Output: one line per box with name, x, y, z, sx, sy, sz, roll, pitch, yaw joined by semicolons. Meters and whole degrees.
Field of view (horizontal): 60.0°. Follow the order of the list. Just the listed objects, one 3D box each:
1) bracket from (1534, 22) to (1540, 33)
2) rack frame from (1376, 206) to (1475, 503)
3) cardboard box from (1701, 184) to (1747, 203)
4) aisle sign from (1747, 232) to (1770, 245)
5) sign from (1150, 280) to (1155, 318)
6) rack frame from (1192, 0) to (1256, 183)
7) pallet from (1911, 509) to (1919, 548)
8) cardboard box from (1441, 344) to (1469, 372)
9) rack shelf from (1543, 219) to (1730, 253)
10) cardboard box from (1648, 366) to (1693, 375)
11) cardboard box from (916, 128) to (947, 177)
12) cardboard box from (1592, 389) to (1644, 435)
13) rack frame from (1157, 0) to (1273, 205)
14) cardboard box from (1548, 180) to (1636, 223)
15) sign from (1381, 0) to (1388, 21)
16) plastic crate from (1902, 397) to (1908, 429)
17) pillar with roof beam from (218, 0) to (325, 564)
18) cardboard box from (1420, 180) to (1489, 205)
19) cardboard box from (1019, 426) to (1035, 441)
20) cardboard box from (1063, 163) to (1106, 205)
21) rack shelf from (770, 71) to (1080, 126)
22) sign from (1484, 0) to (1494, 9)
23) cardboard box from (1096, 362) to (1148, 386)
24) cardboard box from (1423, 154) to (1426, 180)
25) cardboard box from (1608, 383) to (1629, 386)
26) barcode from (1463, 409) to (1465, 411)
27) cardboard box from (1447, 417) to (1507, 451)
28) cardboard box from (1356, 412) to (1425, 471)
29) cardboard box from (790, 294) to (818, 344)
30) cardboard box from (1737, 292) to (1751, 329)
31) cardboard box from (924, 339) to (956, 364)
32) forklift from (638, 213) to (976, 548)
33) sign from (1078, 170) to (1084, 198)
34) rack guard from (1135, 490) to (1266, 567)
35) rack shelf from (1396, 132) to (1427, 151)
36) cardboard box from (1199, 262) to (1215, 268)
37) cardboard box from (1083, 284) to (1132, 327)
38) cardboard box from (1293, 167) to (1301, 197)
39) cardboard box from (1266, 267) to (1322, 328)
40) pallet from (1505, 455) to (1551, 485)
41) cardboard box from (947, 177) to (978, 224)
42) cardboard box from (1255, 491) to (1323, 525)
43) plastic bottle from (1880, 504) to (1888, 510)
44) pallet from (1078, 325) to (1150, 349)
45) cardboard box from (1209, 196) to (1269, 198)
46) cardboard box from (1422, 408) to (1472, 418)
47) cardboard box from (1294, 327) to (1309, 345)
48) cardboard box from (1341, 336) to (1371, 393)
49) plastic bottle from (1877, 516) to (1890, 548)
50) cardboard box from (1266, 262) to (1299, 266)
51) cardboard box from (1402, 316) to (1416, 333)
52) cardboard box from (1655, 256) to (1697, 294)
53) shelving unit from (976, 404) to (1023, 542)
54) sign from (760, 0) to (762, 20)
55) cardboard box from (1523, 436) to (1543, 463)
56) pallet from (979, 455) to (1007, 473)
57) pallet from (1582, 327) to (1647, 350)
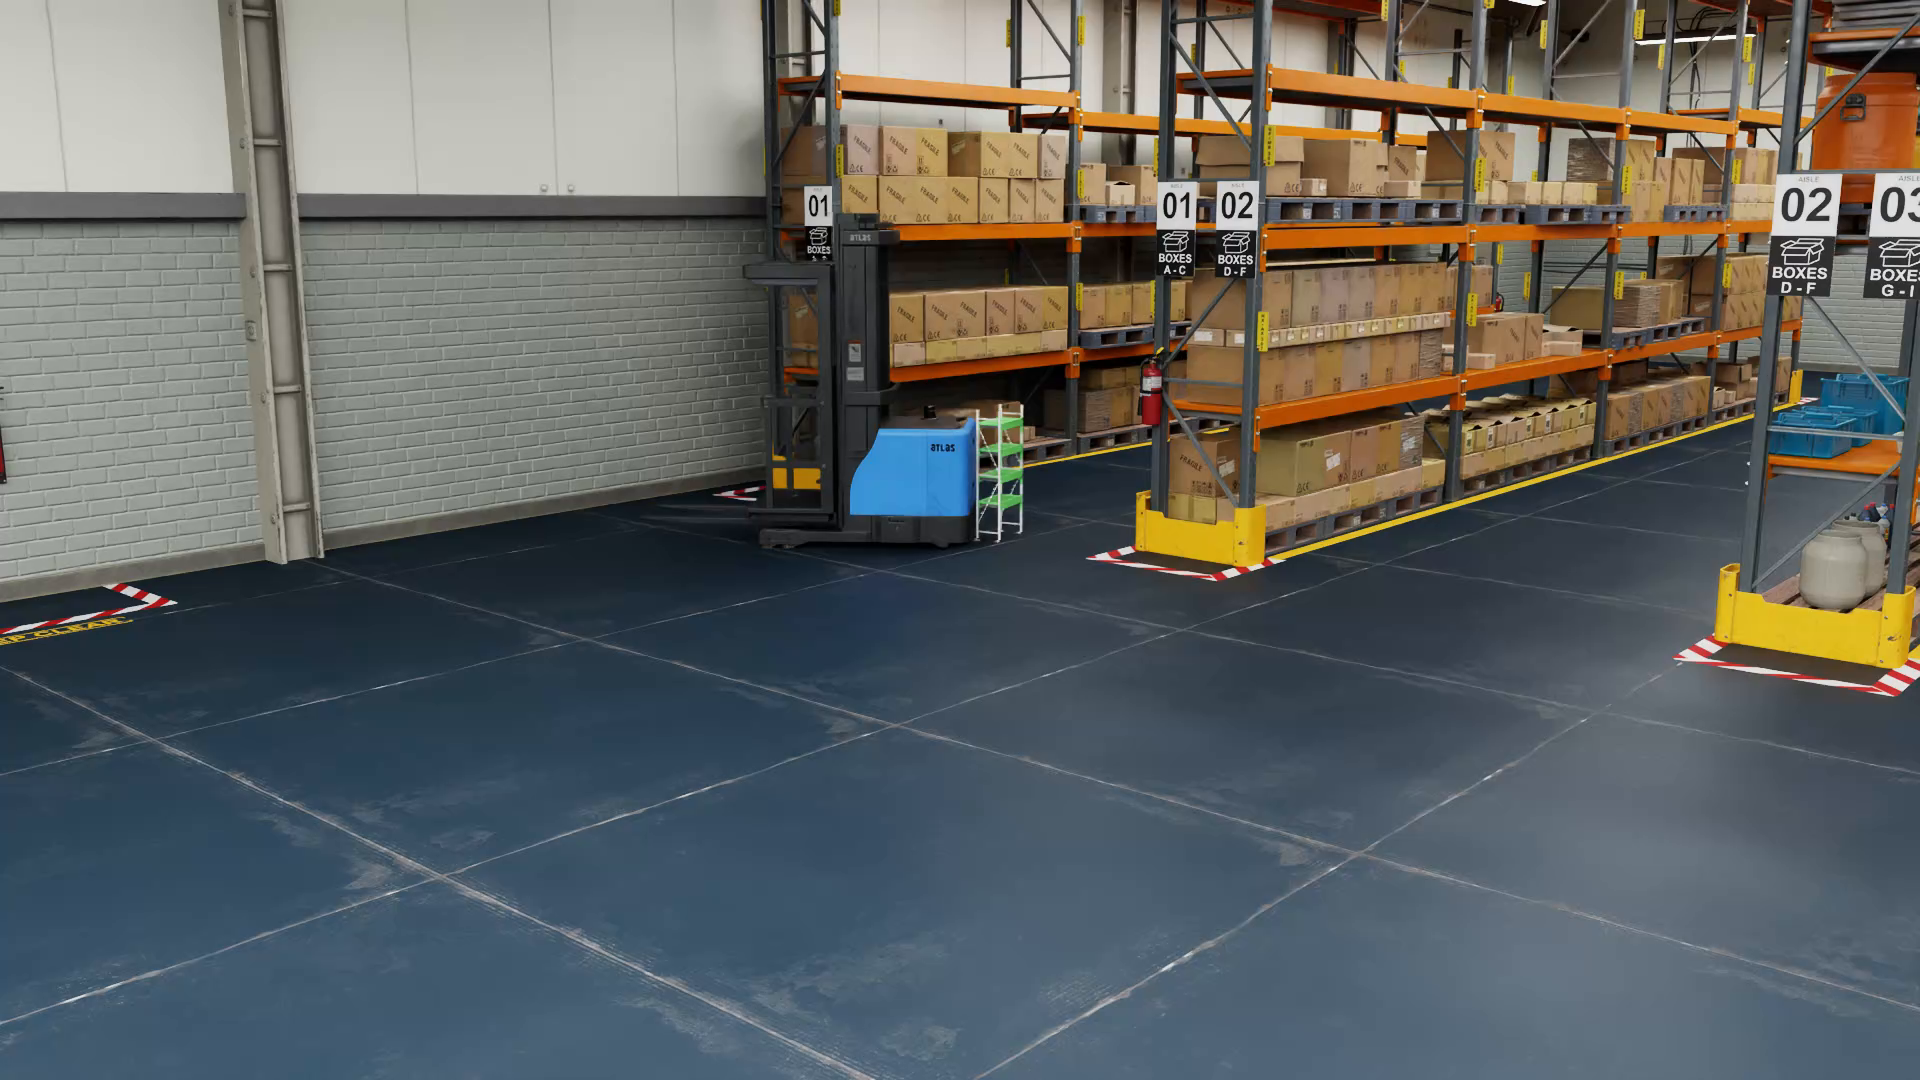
bracket;10.613;-9.566;30.942;0.235;0.232;0.430;10;15;40
rack frame;4.743;-1.930;17.214;1.000;3.000;0.127;10;15;40
cardboard box;10.531;-4.789;22.976;0.500;0.250;0.500;10;15;40
aisle sign;12.488;-5.018;26.039;0.394;0.787;0.004;10;15;40
sign;1.704;-2.097;14.492;0.100;0.325;0.005;10;15;40
rack frame;3.659;-6.100;22.777;1.000;3.000;0.127;10;15;40
pallet;8.950;-0.042;14.881;1.003;0.211;1.213;10;15;40
cardboard box;5.035;-1.934;17.619;0.500;0.250;0.500;11;16;44
rack shelf;8.703;-3.931;21.410;1.077;0.370;4.000;10;15;40
cardboard box;10.186;-2.217;23.912;0.500;0.500;0.500;10;15;40
cardboard box;-0.486;-4.170;17.916;0.500;0.500;0.500;10;15;42
cardboard box;8.239;-1.616;20.902;0.500;0.500;0.500;9;14;38
rack frame;2.102;-4.283;13.680;1.000;3.000;0.127;10;15;40
cardboard box;7.646;-4.107;20.200;0.910;0.500;0.500;10;15;40
sign;4.327;-5.437;16.869;0.100;0.325;0.005;10;15;40
plastic crate;7.353;-1.021;13.208;0.450;0.188;0.662;10;15;40
pillar with roof beam;-2.536;-3.698;10.753;9.100;9.000;0.400;10;15;40
cardboard box;5.156;-3.622;17.341;0.500;0.250;0.500;-10;15;-42
cardboard box;0.688;-1.313;20.239;0.380;0.166;0.250;7;14;33
cardboard box;1.440;-4.366;20.424;0.500;0.500;0.500;-9;15;-39
rack shelf;-0.301;-4.863;18.428;1.077;0.370;4.000;10;15;40
sign;5.143;-5.332;16.142;0.100;0.325;0.005;10;15;40
cardboard box;2.121;-2.180;21.811;0.500;0.250;0.500;9;15;39
cardboard box;7.316;-5.912;26.633;0.500;0.500;0.500;9;15;39
cardboard box;8.508;-1.830;21.974;0.500;0.500;0.500;9;14;38
barcode;5.224;-1.374;17.240;0.001;0.075;0.075;10;15;40
cardboard box;5.537;-1.164;17.896;0.500;0.311;0.500;10;15;40
cardboard box;4.262;-0.986;16.525;0.500;0.500;0.500;10;15;40
cardboard box;-1.470;-2.382;17.895;0.500;0.500;0.500;10;15;40
cardboard box;10.900;-3.271;23.675;0.500;0.500;0.500;10;15;41
cardboard box;-0.388;-2.100;18.401;0.500;0.250;0.500;9;15;39
forklift;-1.386;-1.464;15.059;3.031;2.935;1.130;1;11;5
sign;1.432;-4.225;19.728;0.100;0.325;0.005;10;15;40
rack guard;2.086;-0.112;14.494;1.175;0.500;0.348;10;15;40
rack shelf;7.620;-6.434;27.306;1.077;0.370;4.000;10;15;40
cardboard box;3.764;-3.831;23.752;0.500;0.250;0.500;10;15;42
cardboard box;1.755;-2.986;21.125;0.500;0.500;0.700;-10;15;-42
cardboard box;3.031;-3.328;15.356;0.500;0.311;0.500;-10;15;-41
cardboard box;2.798;-2.179;14.896;0.700;0.500;0.500;9;15;39
pallet;6.005;-0.856;18.958;1.003;0.211;1.213;10;15;40
cardboard box;-0.154;-3.761;18.416;0.500;0.500;0.500;11;16;44
cardboard box;2.950;-0.323;15.117;0.500;0.250;0.500;10;15;40
plastic bottle;7.921;-0.176;14.278;0.097;0.271;0.097;0;11;0
pallet;1.633;-2.569;20.905;1.003;0.211;1.213;10;15;40
cardboard box;3.930;-4.971;23.405;0.700;0.500;0.500;8;14;36
cardboard box;5.464;-1.309;18.624;0.500;0.311;0.500;10;15;40
cardboard box;2.861;-1.814;14.723;0.380;0.149;0.250;10;15;41
cardboard box;3.440;-1.685;15.735;0.700;0.500;0.500;10;15;42
plastic bottle;7.611;-0.064;13.718;0.097;0.271;0.097;0;11;0
cardboard box;4.507;-3.843;23.814;0.500;0.250;0.500;9;15;40
cardboard box;4.216;-2.115;16.232;0.380;0.149;0.250;10;15;40
cardboard box;10.163;-3.754;23.539;0.500;0.500;0.500;10;15;41
shelving unit;0.364;-0.620;15.254;0.258;1.200;0.503;5;13;25
sign;-2.025;-5.533;17.151;0.100;0.325;0.005;10;15;40
cardboard box;6.210;-1.041;18.712;0.500;0.250;0.500;10;15;41
pallet;-0.203;-0.918;19.270;1.003;0.211;1.213;10;15;40
pallet;7.778;-2.533;20.724;1.213;0.211;1.003;10;15;40
